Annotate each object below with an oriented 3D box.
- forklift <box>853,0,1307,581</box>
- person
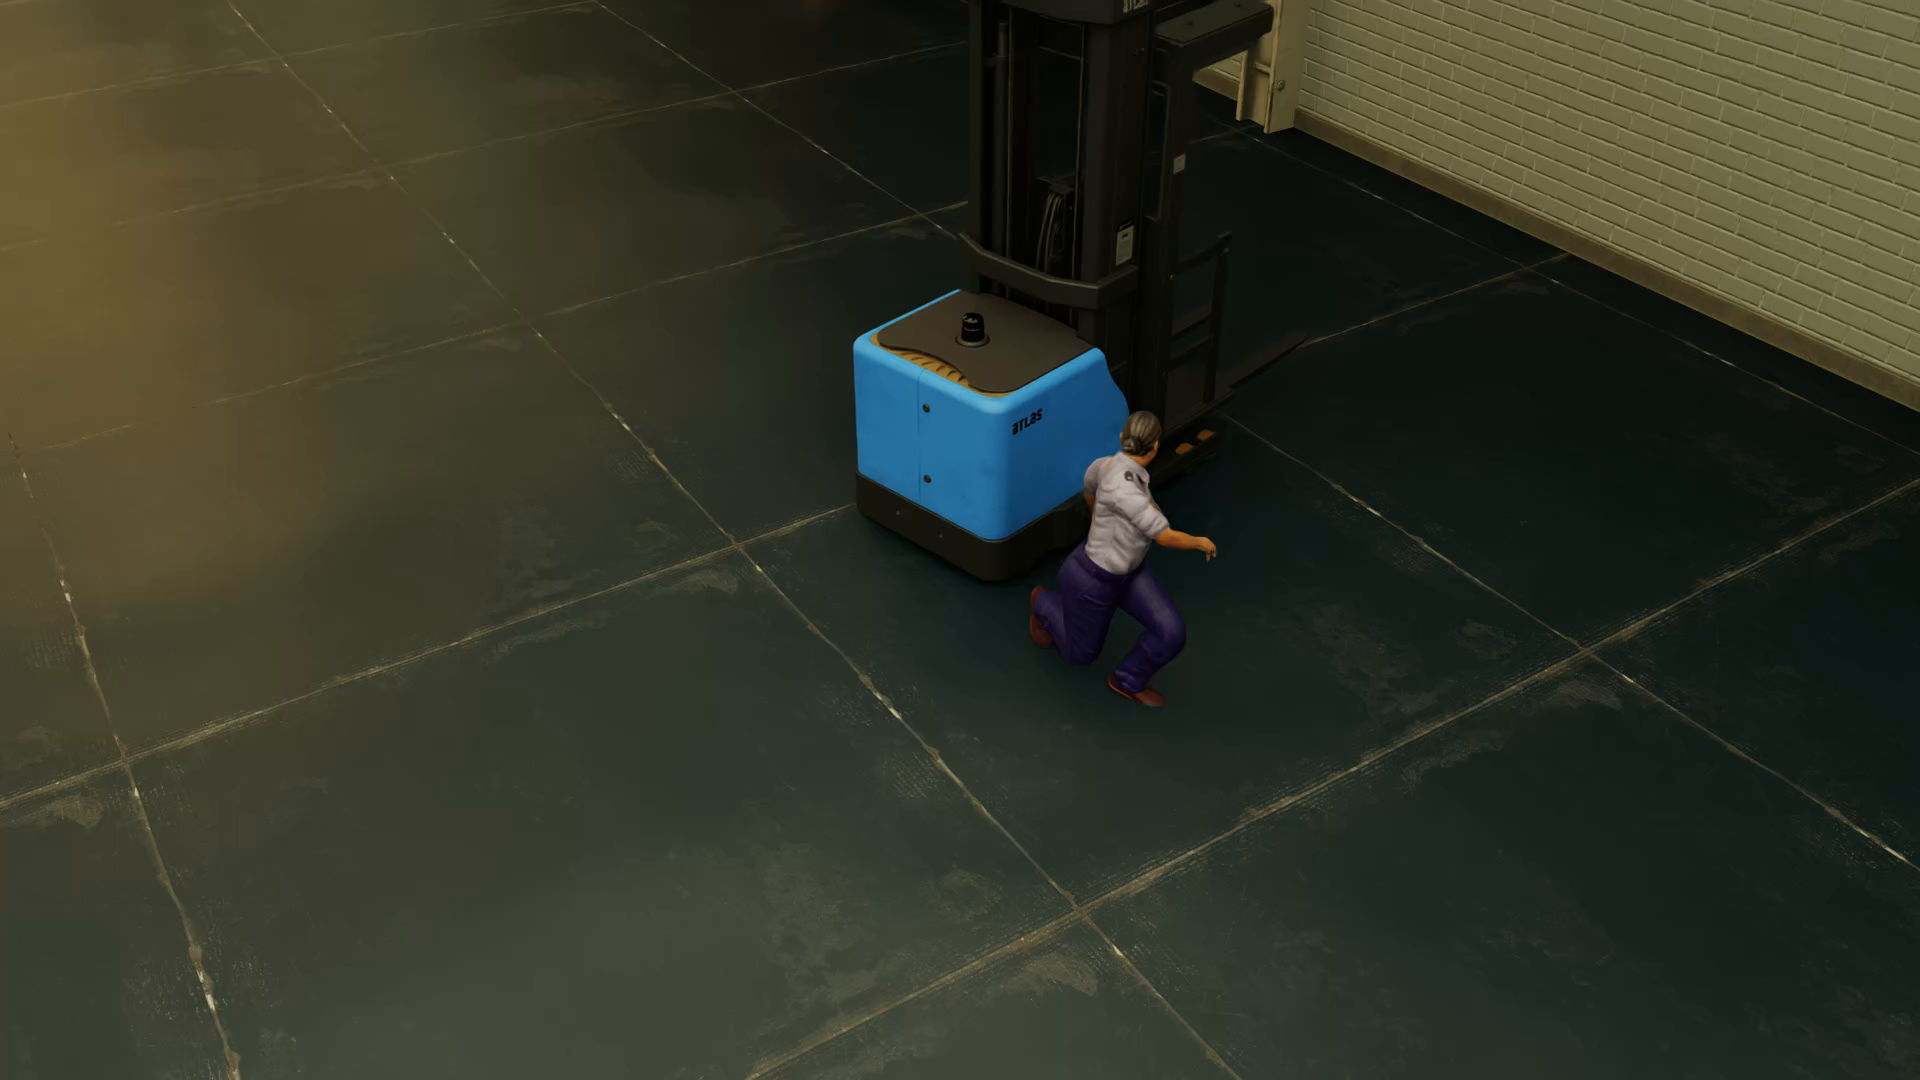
[{"bbox_3d":[0.825,-1.750,8.639,1.130,2.935,3.031,28,44,34],"label":"forklift"},{"bbox_3d":[0.678,0.058,7.436,0.862,1.431,0.601,23,41,29],"label":"person"}]
